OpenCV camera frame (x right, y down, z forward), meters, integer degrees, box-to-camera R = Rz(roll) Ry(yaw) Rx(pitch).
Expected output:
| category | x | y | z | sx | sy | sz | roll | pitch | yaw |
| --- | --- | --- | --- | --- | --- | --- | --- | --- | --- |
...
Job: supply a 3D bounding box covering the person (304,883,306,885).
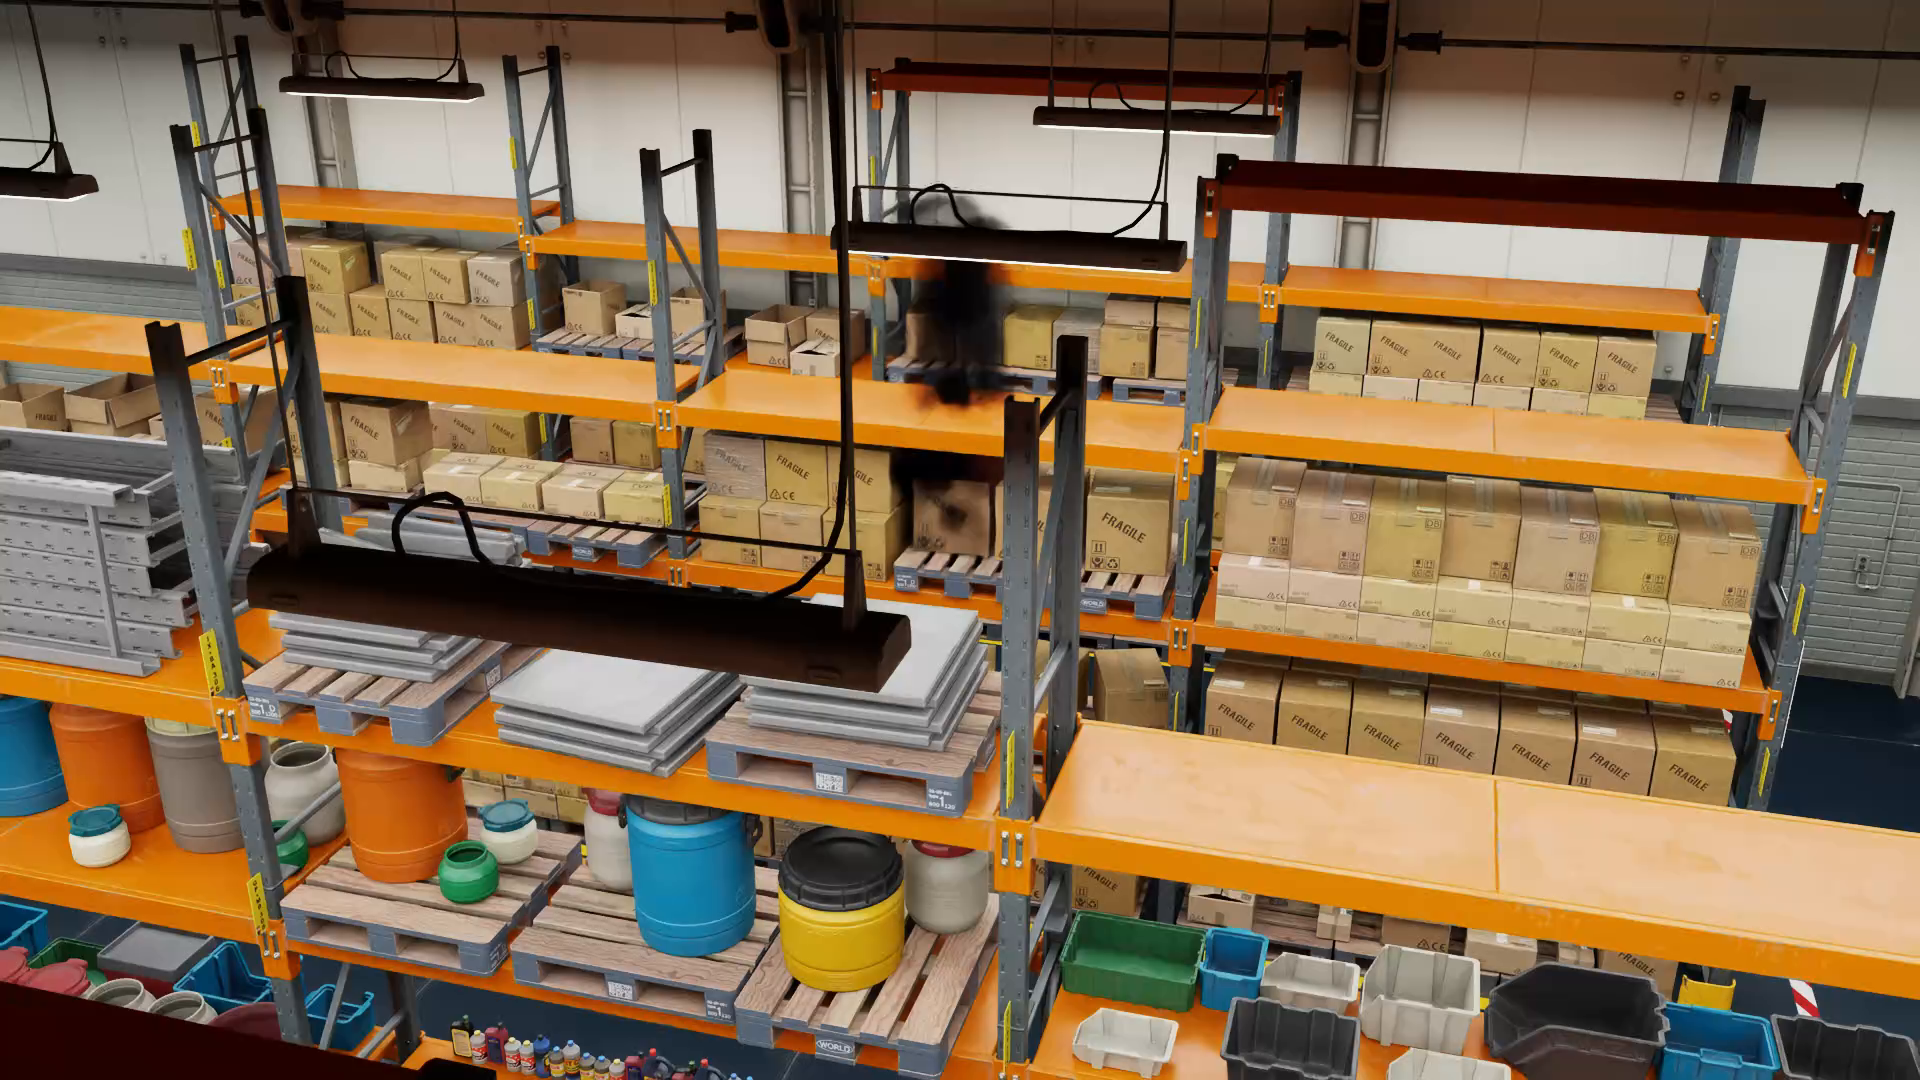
| category | x | y | z | sx | sy | sz | roll | pitch | yaw |
| --- | --- | --- | --- | --- | --- | --- | --- | --- | --- |
| person | -5.597 | 2.286 | 13.311 | 0.667 | 1.526 | 0.525 | 2 | 23 | 4 |
